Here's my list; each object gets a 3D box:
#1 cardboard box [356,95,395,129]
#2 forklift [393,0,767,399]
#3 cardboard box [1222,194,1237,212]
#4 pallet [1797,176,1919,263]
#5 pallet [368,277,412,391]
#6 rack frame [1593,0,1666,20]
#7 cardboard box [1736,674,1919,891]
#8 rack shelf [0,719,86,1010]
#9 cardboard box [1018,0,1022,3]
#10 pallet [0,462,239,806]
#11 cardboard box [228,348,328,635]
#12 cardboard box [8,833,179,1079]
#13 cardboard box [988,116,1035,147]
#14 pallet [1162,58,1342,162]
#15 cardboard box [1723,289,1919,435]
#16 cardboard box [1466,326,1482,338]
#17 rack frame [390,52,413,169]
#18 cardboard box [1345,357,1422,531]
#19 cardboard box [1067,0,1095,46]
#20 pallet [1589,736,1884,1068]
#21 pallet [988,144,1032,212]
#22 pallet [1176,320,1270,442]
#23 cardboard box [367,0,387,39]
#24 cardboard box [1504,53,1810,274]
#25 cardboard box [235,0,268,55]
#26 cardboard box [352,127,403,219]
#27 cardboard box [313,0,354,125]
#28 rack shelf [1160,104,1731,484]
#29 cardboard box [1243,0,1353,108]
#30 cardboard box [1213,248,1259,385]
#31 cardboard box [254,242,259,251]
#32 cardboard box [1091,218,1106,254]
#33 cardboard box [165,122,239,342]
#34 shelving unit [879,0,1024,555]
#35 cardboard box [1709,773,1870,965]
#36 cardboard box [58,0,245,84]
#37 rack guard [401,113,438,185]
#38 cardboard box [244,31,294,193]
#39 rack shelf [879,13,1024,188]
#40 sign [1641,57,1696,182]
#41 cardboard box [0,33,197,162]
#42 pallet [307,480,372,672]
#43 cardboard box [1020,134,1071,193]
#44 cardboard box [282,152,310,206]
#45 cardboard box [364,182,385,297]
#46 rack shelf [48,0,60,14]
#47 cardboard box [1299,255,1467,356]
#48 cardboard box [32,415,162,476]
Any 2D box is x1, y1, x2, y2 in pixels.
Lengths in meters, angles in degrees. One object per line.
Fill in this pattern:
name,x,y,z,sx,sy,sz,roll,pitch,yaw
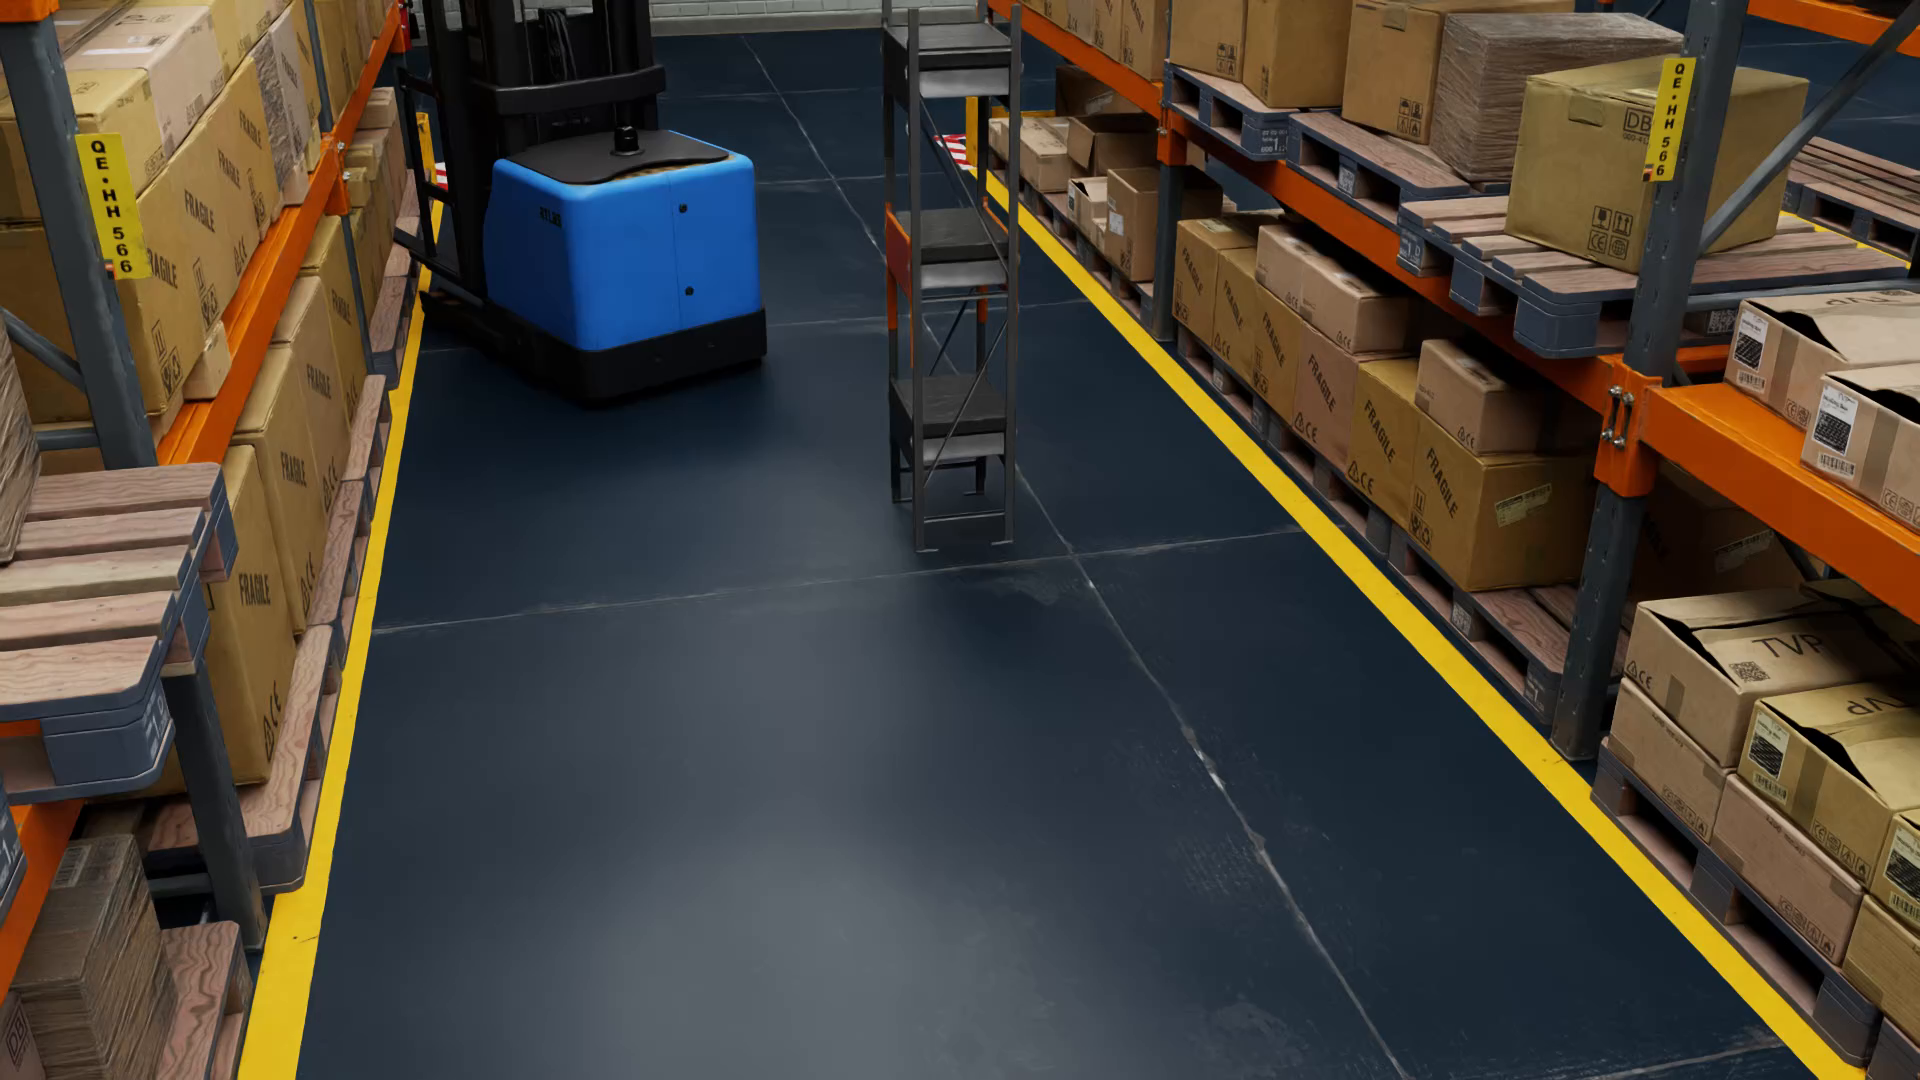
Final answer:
cardboard box,-3.684,-2.620,10.201,0.380,0.149,0.250,-5,27,-10
forklift,-2.307,-2.572,8.592,1.130,2.935,3.031,-20,33,-35
cardboard box,1.434,-1.972,9.983,0.380,0.166,0.250,-6,27,-12
pallet,6.146,-2.030,10.538,1.003,0.211,1.213,-6,27,-12
pallet,-3.398,-1.047,8.591,1.003,0.211,1.213,-6,27,-12
rack frame,5.448,-4.712,12.757,1.000,3.000,0.127,-6,27,-12
cardboard box,2.382,0.580,4.235,0.500,0.311,0.500,-7,28,-13
rack shelf,-1.951,1.005,2.229,1.077,0.370,4.000,-6,27,-12
cardboard box,0.586,-3.808,10.855,0.500,0.500,0.500,-6,27,-12
pallet,-2.137,0.193,3.251,1.213,0.211,1.003,-6,27,-12
cardboard box,-2.631,-0.144,5.625,0.750,0.750,0.750,-6,27,-12
cardboard box,-2.188,1.036,3.655,0.700,0.500,0.500,-6,27,-11
cardboard box,0.381,-2.916,11.874,0.380,0.149,0.250,-6,27,-12
pallet,1.596,-2.007,7.611,1.003,0.211,1.213,-6,27,-12
cardboard box,2.463,-0.495,4.501,0.500,0.311,0.500,-4,27,-8
cardboard box,2.245,-0.687,7.068,0.500,0.500,0.500,-7,28,-13
rack frame,-4.204,-3.706,10.764,1.000,3.000,0.127,-6,27,-12
cardboard box,1.868,-0.393,6.487,0.500,0.500,0.500,-7,28,-13
cardboard box,0.924,-3.145,9.540,0.500,0.500,0.500,-5,27,-10
pallet,2.571,0.911,4.710,1.003,0.211,1.213,-6,27,-12
pallet,0.819,-2.583,11.633,1.003,0.211,1.213,-6,27,-12
pallet,1.743,-0.857,8.214,1.003,0.211,1.213,-6,27,-12
cardboard box,-3.905,-3.299,9.625,0.980,0.700,0.700,-6,27,-12
cardboard box,2.172,-1.196,5.214,0.700,0.500,0.500,-16,31,-29
cardboard box,-2.728,-1.843,5.777,0.500,0.250,0.500,-5,27,-11
cardboard box,-3.836,-2.261,10.209,0.700,0.500,0.500,-6,27,-12
cardboard box,-3.409,-2.324,7.693,0.980,0.700,0.700,-6,27,-11
rack shelf,1.973,-1.256,6.708,1.077,0.370,4.000,-6,27,-12
cardboard box,1.628,-2.161,7.126,0.700,0.500,0.500,-2,27,-3
cardboard box,1.525,-1.065,7.818,0.500,0.500,0.500,-6,27,-11
cardboard box,-2.659,-1.048,5.753,0.380,0.149,0.250,-5,27,-10
cardboard box,0.975,-1.759,9.581,0.380,0.149,0.250,-6,27,-12
cardboard box,-2.371,-0.851,4.643,0.500,0.500,0.500,-5,27,-10
shelving unit,-0.037,-1.010,6.421,0.431,2.100,0.503,-6,27,-12
cardboard box,2.370,0.821,4.379,0.500,0.250,0.500,-7,28,-13
cardboard box,-2.612,-1.619,5.334,0.500,0.250,0.500,-7,28,-13
rack guard,-4.210,-2.601,11.348,1.175,0.500,0.348,-6,27,-12
cardboard box,-2.724,-1.515,5.960,0.500,0.500,0.500,-6,27,-12
rack shelf,-0.037,-1.623,6.112,0.431,0.518,0.480,-6,27,-12
sign,1.897,-1.121,4.446,0.100,0.325,0.005,-6,27,-12
cardboard box,-2.375,-1.177,4.457,0.500,0.250,0.500,-6,27,-12
pallet,-2.777,0.162,6.194,1.003,0.211,1.213,-6,27,-12
cardboard box,0.693,-2.473,10.885,0.500,0.250,0.500,-6,27,-12
cardboard box,-2.740,-1.391,6.433,0.380,0.149,0.250,-6,27,-12
cardboard box,-3.482,-1.582,8.862,0.700,0.500,0.500,-6,27,-12
rack shelf,-2.852,-2.090,5.032,1.077,0.370,4.000,-6,27,-12
cardboard box,1.733,-0.974,6.804,0.500,0.250,0.500,-6,27,-13
cardboard box,-2.250,-0.259,4.191,0.380,0.149,0.250,-6,27,-12
